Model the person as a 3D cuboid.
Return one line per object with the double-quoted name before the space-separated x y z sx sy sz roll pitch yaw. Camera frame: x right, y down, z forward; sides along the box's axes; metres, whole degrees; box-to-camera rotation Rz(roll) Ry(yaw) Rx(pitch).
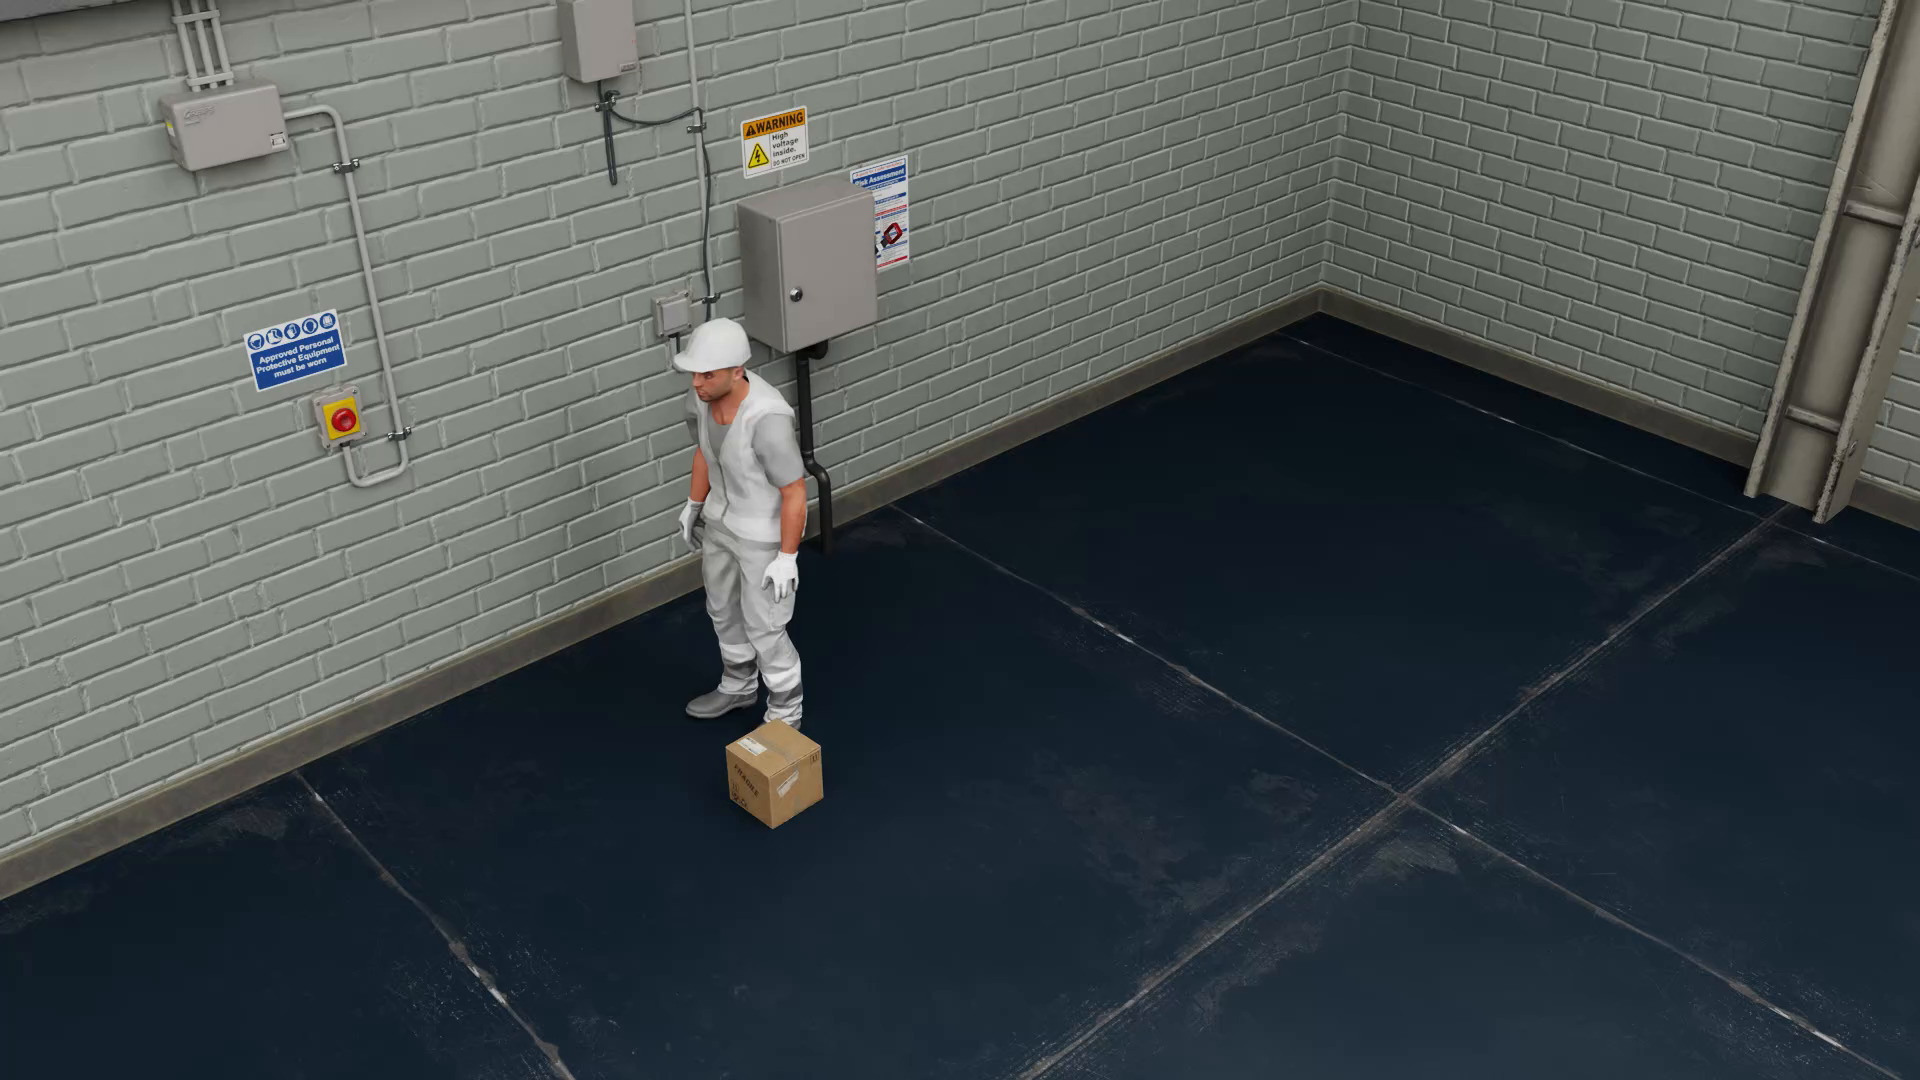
"person" -0.802 -0.014 6.142 0.449 1.780 0.623 -27 41 -37
